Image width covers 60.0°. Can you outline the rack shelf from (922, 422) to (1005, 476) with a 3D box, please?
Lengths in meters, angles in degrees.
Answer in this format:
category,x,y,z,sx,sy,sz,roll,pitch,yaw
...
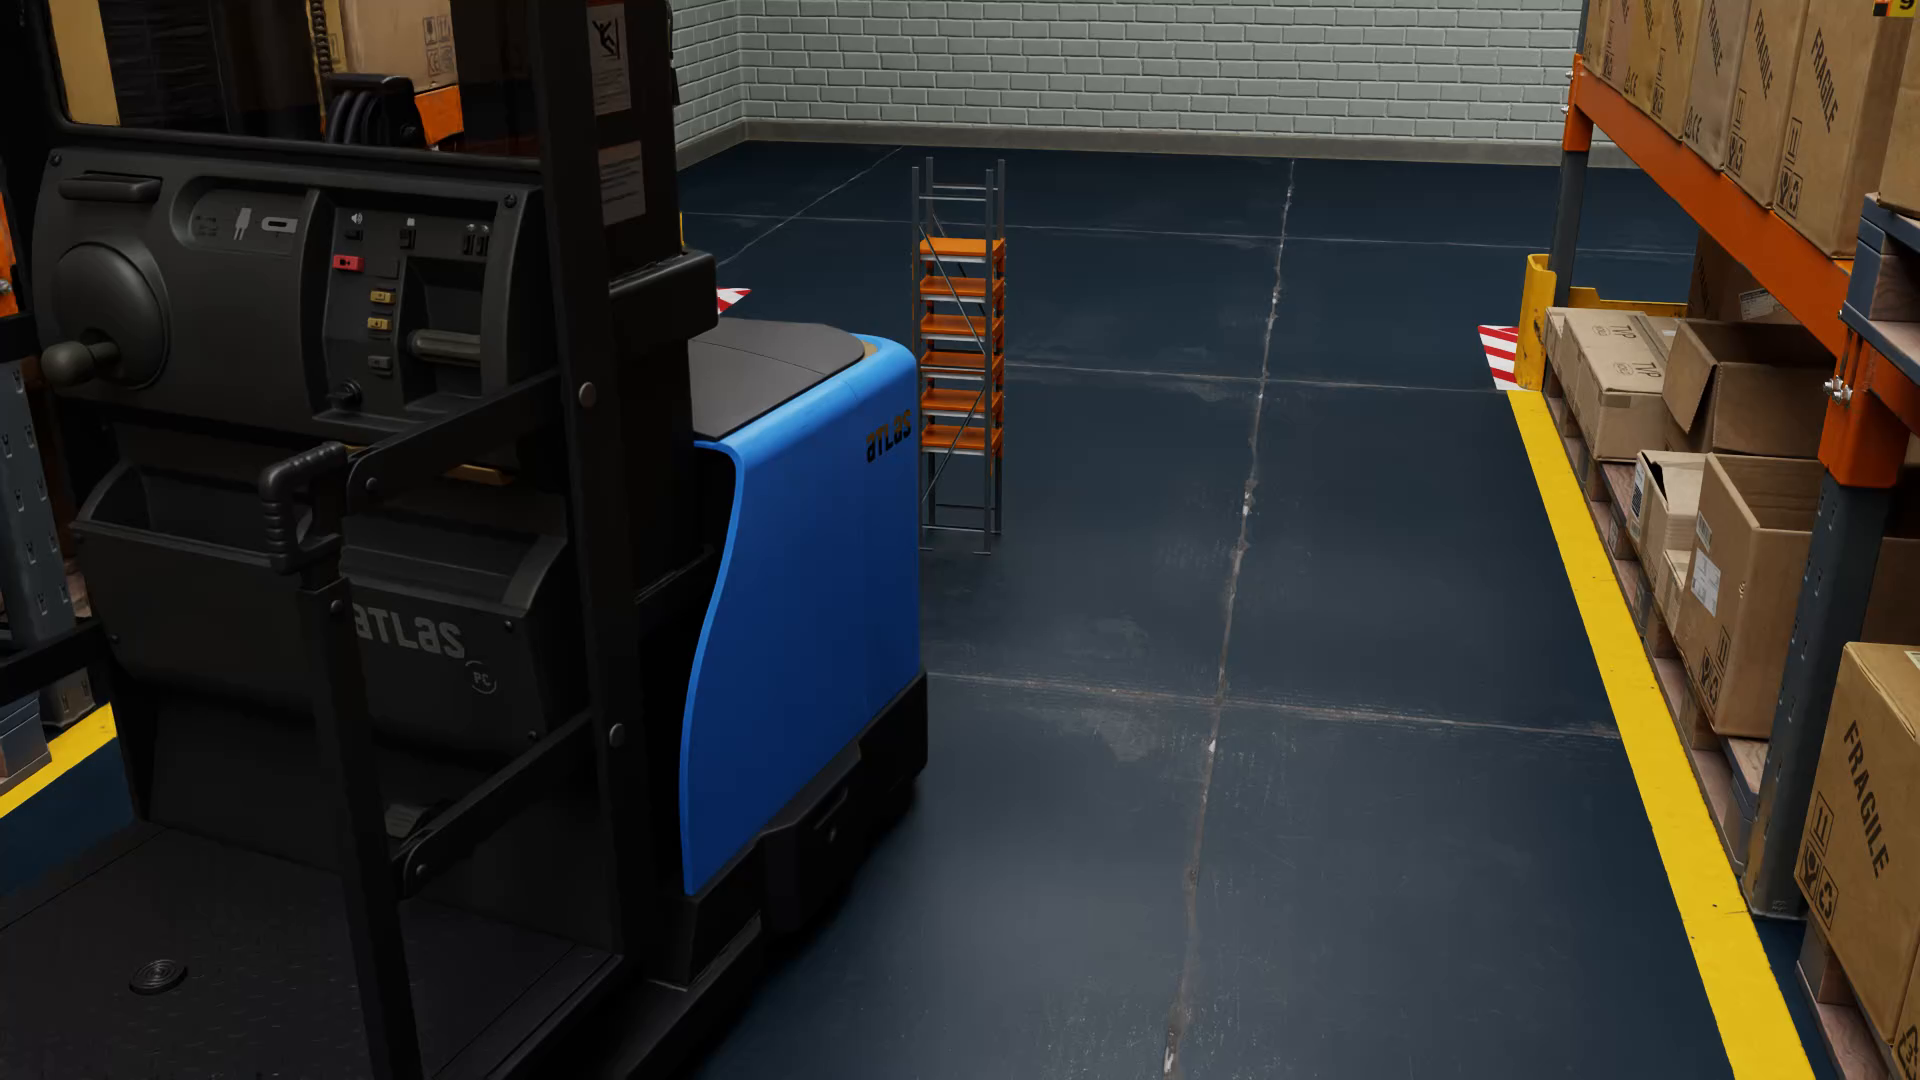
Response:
category,x,y,z,sx,sy,sz,roll,pitch,yaw
rack shelf,-0.003,-0.287,5.223,0.258,0.103,0.180,4,22,11

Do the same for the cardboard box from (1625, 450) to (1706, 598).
category,x,y,z,sx,sy,sz,roll,pitch,yaw
cardboard box,2.121,-0.057,4.491,0.500,0.311,0.500,4,22,11

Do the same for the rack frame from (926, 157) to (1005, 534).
category,x,y,z,sx,sy,sz,roll,pitch,yaw
rack frame,0.016,-0.585,5.199,0.240,1.200,0.006,4,22,11

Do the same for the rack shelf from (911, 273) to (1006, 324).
category,x,y,z,sx,sy,sz,roll,pitch,yaw
rack shelf,-0.003,-0.733,5.043,0.258,0.103,0.180,4,22,11

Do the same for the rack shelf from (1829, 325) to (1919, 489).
category,x,y,z,sx,sy,sz,roll,pitch,yaw
rack shelf,1.721,0.469,1.137,1.077,0.370,4.000,4,22,11

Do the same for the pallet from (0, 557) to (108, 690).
category,x,y,z,sx,sy,sz,roll,pitch,yaw
pallet,-2.489,0.049,4.949,1.003,0.211,1.213,4,22,11

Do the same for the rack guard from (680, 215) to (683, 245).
category,x,y,z,sx,sy,sz,roll,pitch,yaw
rack guard,-1.900,-1.284,7.874,1.175,0.500,0.348,4,22,11

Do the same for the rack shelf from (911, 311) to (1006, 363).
category,x,y,z,sx,sy,sz,roll,pitch,yaw
rack shelf,-0.003,-0.621,5.088,0.258,0.103,0.180,4,22,11

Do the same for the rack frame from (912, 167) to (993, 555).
category,x,y,z,sx,sy,sz,roll,pitch,yaw
rack frame,-0.022,-0.518,5.033,0.240,1.200,0.006,4,22,11

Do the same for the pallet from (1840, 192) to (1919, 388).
category,x,y,z,sx,sy,sz,roll,pitch,yaw
pallet,1.859,-0.223,2.149,1.003,0.211,1.213,4,22,11

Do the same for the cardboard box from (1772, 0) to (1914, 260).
category,x,y,z,sx,sy,sz,roll,pitch,yaw
cardboard box,1.980,-0.845,3.302,0.500,0.500,0.500,5,22,12

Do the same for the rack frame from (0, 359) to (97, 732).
category,x,y,z,sx,sy,sz,roll,pitch,yaw
rack frame,-2.721,-0.972,3.753,1.000,3.000,0.127,4,22,11

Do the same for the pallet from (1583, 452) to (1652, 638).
category,x,y,z,sx,sy,sz,roll,pitch,yaw
pallet,2.517,-0.001,5.074,1.003,0.211,1.213,4,22,11

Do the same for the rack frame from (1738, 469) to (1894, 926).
category,x,y,z,sx,sy,sz,roll,pitch,yaw
rack frame,2.129,-0.596,2.818,1.000,3.000,0.127,4,22,11

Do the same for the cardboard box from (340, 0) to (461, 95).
category,x,y,z,sx,sy,sz,roll,pitch,yaw
cardboard box,-2.301,-1.842,5.510,0.980,0.700,0.700,3,22,8

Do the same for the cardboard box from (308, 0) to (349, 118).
category,x,y,z,sx,sy,sz,roll,pitch,yaw
cardboard box,-2.440,-1.575,4.848,0.980,0.700,0.700,4,22,10

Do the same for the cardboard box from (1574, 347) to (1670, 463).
category,x,y,z,sx,sy,sz,roll,pitch,yaw
cardboard box,2.353,-0.445,5.534,0.500,0.250,0.500,4,22,11

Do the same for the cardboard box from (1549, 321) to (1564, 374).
category,x,y,z,sx,sy,sz,roll,pitch,yaw
cardboard box,2.473,-0.730,6.355,0.380,0.166,0.250,4,22,11

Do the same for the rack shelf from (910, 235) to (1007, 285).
category,x,y,z,sx,sy,sz,roll,pitch,yaw
rack shelf,-0.003,-0.844,4.998,0.258,0.103,0.180,4,22,11

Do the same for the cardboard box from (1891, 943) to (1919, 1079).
category,x,y,z,sx,sy,sz,roll,pitch,yaw
cardboard box,1.694,0.714,2.323,0.500,0.500,0.500,5,22,12

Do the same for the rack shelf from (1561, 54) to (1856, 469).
category,x,y,z,sx,sy,sz,roll,pitch,yaw
rack shelf,2.537,-0.994,4.769,1.077,0.370,4.000,4,22,11

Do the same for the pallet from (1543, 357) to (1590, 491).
category,x,y,z,sx,sy,sz,roll,pitch,yaw
pallet,2.768,-0.446,6.178,1.003,0.211,1.213,4,22,11

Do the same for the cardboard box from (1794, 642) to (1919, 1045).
category,x,y,z,sx,sy,sz,roll,pitch,yaw
cardboard box,1.792,0.518,2.810,0.500,0.500,0.500,3,22,8

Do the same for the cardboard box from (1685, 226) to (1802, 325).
category,x,y,z,sx,sy,sz,roll,pitch,yaw
cardboard box,3.076,-0.886,6.295,0.500,0.500,0.500,4,22,11

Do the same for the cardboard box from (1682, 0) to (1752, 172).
category,x,y,z,sx,sy,sz,roll,pitch,yaw
cardboard box,2.187,-1.221,4.237,0.500,0.500,0.500,5,22,12

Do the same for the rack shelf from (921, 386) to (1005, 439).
category,x,y,z,sx,sy,sz,roll,pitch,yaw
rack shelf,-0.003,-0.399,5.178,0.258,0.103,0.180,4,22,11

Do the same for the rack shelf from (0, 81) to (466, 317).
category,x,y,z,sx,sy,sz,roll,pitch,yaw
rack shelf,-2.313,-1.370,5.703,1.077,0.370,4.000,4,22,11

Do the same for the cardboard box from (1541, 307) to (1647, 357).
category,x,y,z,sx,sy,sz,roll,pitch,yaw
cardboard box,2.524,-0.814,6.586,0.380,0.149,0.250,4,22,11

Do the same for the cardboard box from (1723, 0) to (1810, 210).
category,x,y,z,sx,sy,sz,roll,pitch,yaw
cardboard box,2.084,-1.033,3.770,0.500,0.500,0.500,5,22,12

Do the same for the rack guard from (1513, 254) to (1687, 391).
category,x,y,z,sx,sy,sz,roll,pitch,yaw
rack guard,2.930,-0.872,6.849,1.175,0.500,0.348,4,22,11

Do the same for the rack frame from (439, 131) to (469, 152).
category,x,y,z,sx,sy,sz,roll,pitch,yaw
rack frame,-1.905,-2.435,7.385,1.000,3.000,0.127,4,22,11

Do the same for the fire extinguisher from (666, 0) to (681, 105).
category,x,y,z,sx,sy,sz,roll,pitch,yaw
fire extinguisher,-1.422,-2.246,7.519,0.296,0.674,0.183,4,22,11

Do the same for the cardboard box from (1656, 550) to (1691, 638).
category,x,y,z,sx,sy,sz,roll,pitch,yaw
cardboard box,1.986,0.151,4.192,0.380,0.149,0.250,4,22,11

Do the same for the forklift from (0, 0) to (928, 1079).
category,x,y,z,sx,sy,sz,roll,pitch,yaw
forklift,-1.123,-0.359,2.320,1.130,2.935,3.031,9,24,22

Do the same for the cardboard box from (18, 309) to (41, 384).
category,x,y,z,sx,sy,sz,roll,pitch,yaw
cardboard box,-2.692,-0.536,4.585,0.380,0.149,0.250,4,22,11

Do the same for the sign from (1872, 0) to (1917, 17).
category,x,y,z,sx,sy,sz,roll,pitch,yaw
sign,1.597,-1.036,2.752,0.100,0.325,0.005,4,22,11

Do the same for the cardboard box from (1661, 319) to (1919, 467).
category,x,y,z,sx,sy,sz,roll,pitch,yaw
cardboard box,2.508,-0.330,4.909,0.797,0.503,0.637,4,22,11

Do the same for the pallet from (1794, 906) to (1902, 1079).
category,x,y,z,sx,sy,sz,roll,pitch,yaw
pallet,2.000,0.998,2.593,1.003,0.211,1.213,4,22,11

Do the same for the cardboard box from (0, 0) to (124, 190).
category,x,y,z,sx,sy,sz,roll,pitch,yaw
cardboard box,-2.594,-1.309,4.186,0.980,0.700,0.700,5,22,12

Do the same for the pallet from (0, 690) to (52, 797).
category,x,y,z,sx,sy,sz,roll,pitch,yaw
pallet,-2.805,0.609,3.558,1.003,0.211,1.213,4,22,11

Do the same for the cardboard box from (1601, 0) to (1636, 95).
category,x,y,z,sx,sy,sz,roll,pitch,yaw
cardboard box,2.497,-1.774,5.609,0.500,0.500,0.500,4,22,10

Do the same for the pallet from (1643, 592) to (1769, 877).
category,x,y,z,sx,sy,sz,roll,pitch,yaw
pallet,2.270,0.446,3.963,1.003,0.211,1.213,4,22,11

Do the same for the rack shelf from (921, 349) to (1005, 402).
category,x,y,z,sx,sy,sz,roll,pitch,yaw
rack shelf,-0.003,-0.510,5.133,0.258,0.103,0.180,4,22,11

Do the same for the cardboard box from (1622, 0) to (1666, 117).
category,x,y,z,sx,sy,sz,roll,pitch,yaw
cardboard box,2.391,-1.591,5.154,0.500,0.500,0.500,4,22,11

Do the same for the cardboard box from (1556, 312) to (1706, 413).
category,x,y,z,sx,sy,sz,roll,pitch,yaw
cardboard box,2.455,-0.627,5.988,0.500,0.250,0.500,4,22,11

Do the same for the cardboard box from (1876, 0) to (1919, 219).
category,x,y,z,sx,sy,sz,roll,pitch,yaw
cardboard box,1.814,-0.681,2.333,0.700,0.500,0.500,-3,22,-7

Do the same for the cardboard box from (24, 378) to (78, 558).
category,x,y,z,sx,sy,sz,roll,pitch,yaw
cardboard box,-2.468,-0.273,4.801,0.700,0.500,0.500,5,22,12

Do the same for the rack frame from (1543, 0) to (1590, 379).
category,x,y,z,sx,sy,sz,roll,pitch,yaw
rack frame,2.945,-2.059,6.451,1.000,3.000,0.127,4,22,11

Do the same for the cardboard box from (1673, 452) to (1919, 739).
category,x,y,z,sx,sy,sz,roll,pitch,yaw
cardboard box,1.968,0.129,3.774,0.500,0.500,0.500,4,22,11

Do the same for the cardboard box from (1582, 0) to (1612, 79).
category,x,y,z,sx,sy,sz,roll,pitch,yaw
cardboard box,2.597,-1.963,6.079,0.500,0.500,0.500,5,22,12

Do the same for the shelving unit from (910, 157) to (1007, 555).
category,x,y,z,sx,sy,sz,roll,pitch,yaw
shelving unit,-0.003,-0.551,5.116,0.258,1.200,0.189,4,22,11

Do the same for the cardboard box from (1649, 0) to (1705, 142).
category,x,y,z,sx,sy,sz,roll,pitch,yaw
cardboard box,2.288,-1.408,4.701,0.500,0.500,0.500,5,22,12
